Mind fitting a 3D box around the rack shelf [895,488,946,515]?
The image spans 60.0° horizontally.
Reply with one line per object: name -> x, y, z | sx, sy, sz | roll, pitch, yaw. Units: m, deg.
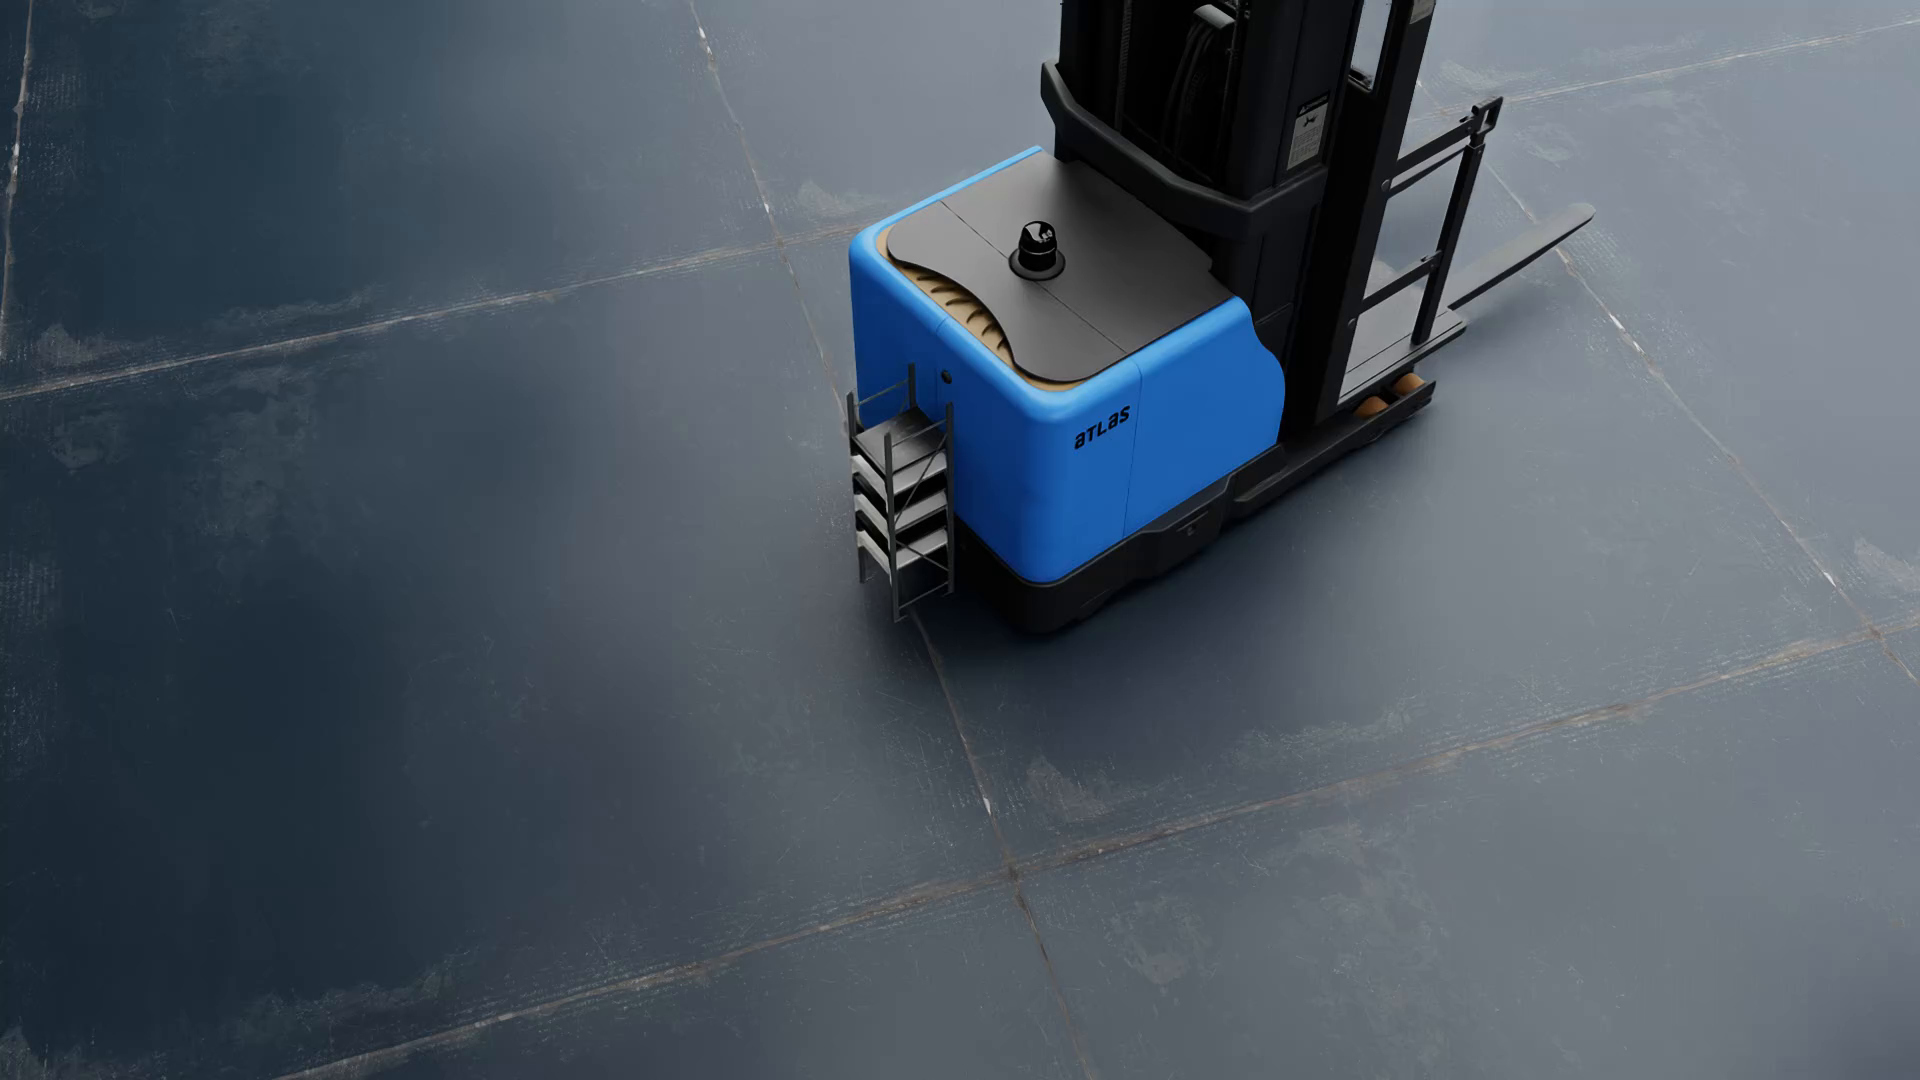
rack shelf -> -0.179, -0.177, 5.217 | 0.199, 0.015, 0.184 | -28, 55, -22

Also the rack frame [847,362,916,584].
rack frame -> -0.237, -0.194, 5.325 | 0.240, 0.900, 0.006 | -28, 55, -22

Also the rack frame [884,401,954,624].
rack frame -> -0.121, -0.067, 5.218 | 0.240, 0.900, 0.006 | -28, 55, -22

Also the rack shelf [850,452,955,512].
rack shelf -> -0.179, -0.225, 5.159 | 0.258, 0.077, 0.200 | -28, 55, -22

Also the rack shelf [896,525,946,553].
rack shelf -> -0.179, -0.061, 5.354 | 0.199, 0.015, 0.184 | -28, 55, -22

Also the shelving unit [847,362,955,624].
shelving unit -> -0.179, -0.131, 5.271 | 0.258, 0.900, 0.210 | -28, 55, -22

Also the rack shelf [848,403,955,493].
rack shelf -> -0.179, -0.283, 5.091 | 0.258, 0.077, 0.200 | -28, 55, -22

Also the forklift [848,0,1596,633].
forklift -> 1.112, -1.592, 5.175 | 3.031, 2.935, 1.130 | -31, 56, -23

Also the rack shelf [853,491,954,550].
rack shelf -> -0.179, -0.109, 5.297 | 0.258, 0.077, 0.200 | -28, 55, -22

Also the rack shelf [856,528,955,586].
rack shelf -> -0.179, 0.007, 5.435 | 0.258, 0.077, 0.200 | -28, 55, -22
